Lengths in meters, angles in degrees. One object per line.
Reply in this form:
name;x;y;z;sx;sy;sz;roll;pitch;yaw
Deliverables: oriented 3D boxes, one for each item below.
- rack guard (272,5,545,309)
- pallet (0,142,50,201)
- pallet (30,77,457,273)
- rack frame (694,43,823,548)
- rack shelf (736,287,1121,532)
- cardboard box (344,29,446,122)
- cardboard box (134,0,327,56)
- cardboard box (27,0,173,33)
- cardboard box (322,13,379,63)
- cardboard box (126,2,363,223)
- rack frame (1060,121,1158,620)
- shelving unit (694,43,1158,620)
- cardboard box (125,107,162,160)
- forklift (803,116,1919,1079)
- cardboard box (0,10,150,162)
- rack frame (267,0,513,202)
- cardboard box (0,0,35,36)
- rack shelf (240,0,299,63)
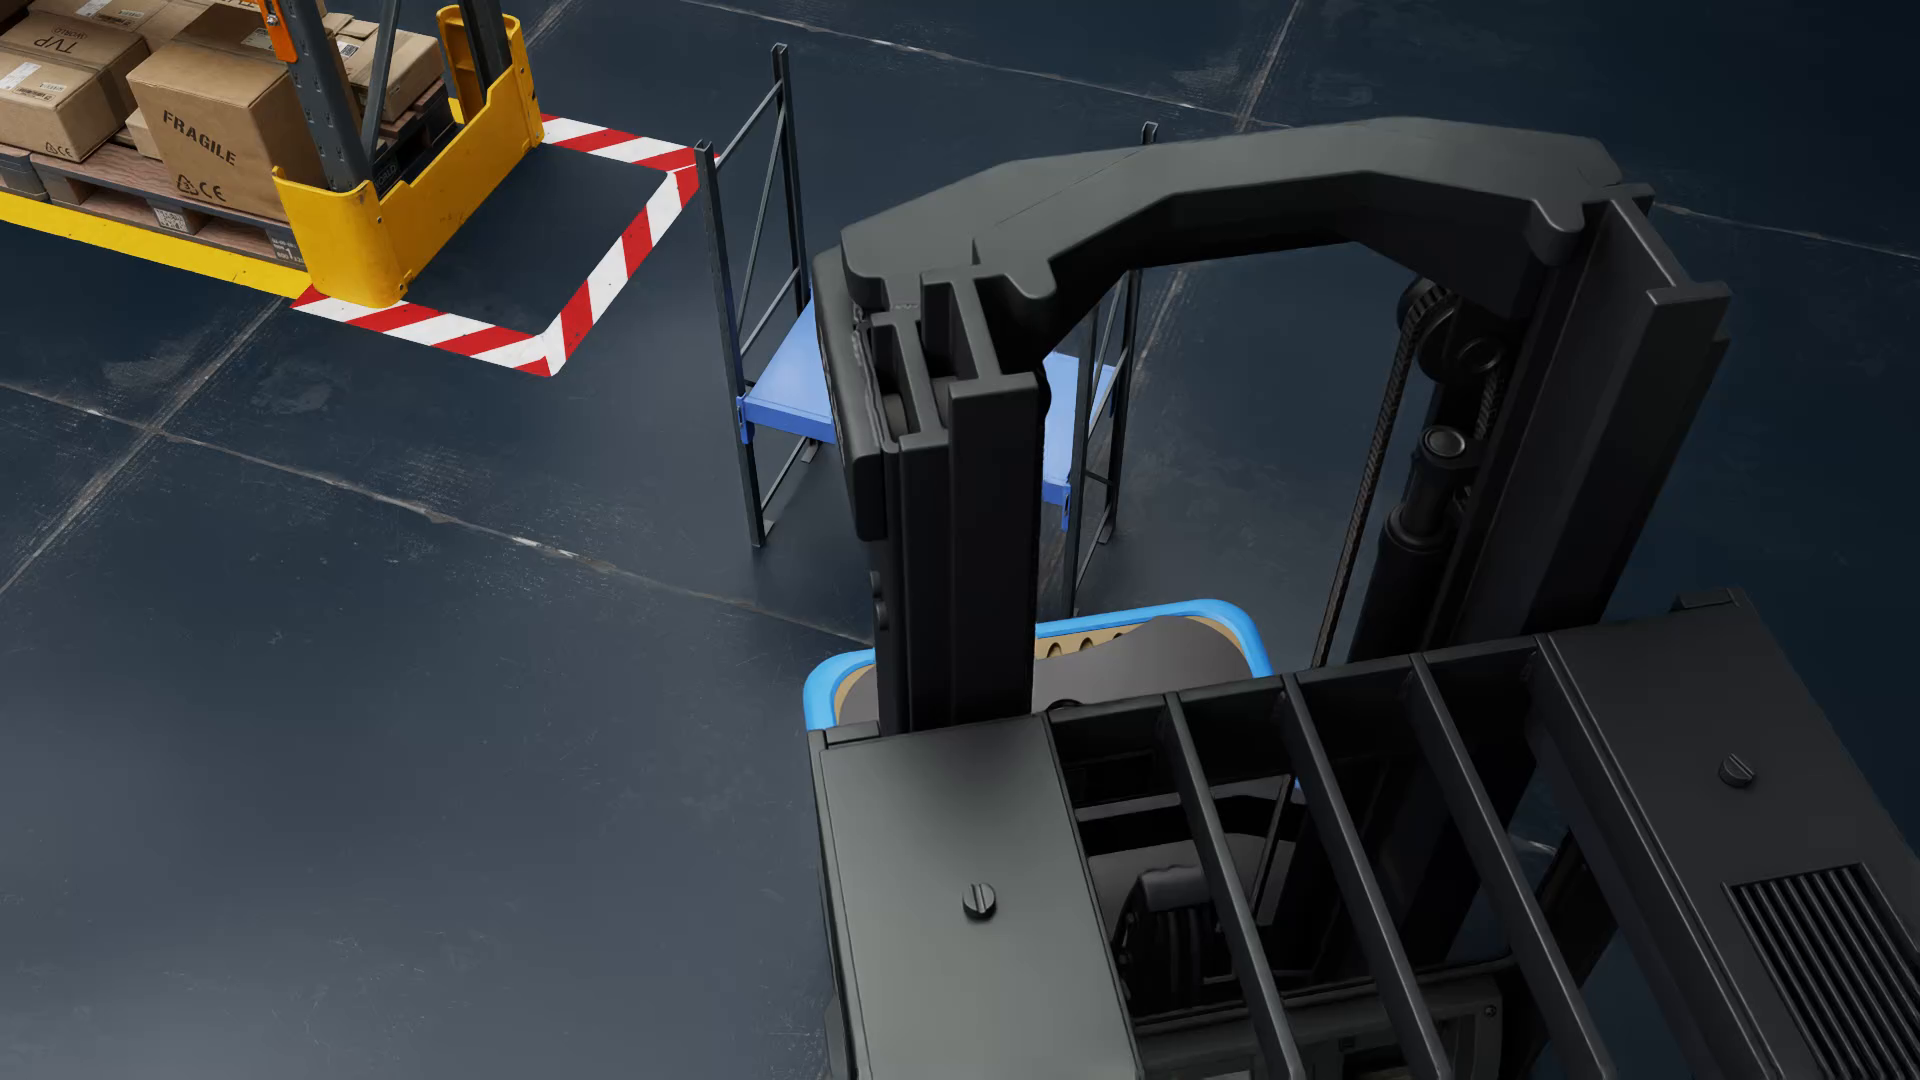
rack guard;-2.006;-1.439;6.166;0.348;0.500;1.175;16;51;13
pallet;-3.895;-1.873;6.734;1.213;0.211;1.003;16;51;13
pallet;-2.754;-1.552;6.456;1.213;0.211;1.003;16;51;13
rack frame;-0.557;-0.647;4.818;0.032;1.500;0.500;16;51;13
rack shelf;-0.080;-0.396;4.839;1.000;0.185;0.538;16;51;13
cardboard box;-2.208;-1.801;6.421;0.250;0.149;0.380;16;51;13
cardboard box;-2.815;-1.955;6.488;0.500;0.250;0.500;16;51;13
cardboard box;-3.284;-2.086;6.602;0.500;0.250;0.500;16;51;13
cardboard box;-2.443;-1.872;6.472;0.250;0.166;0.380;16;51;13
cardboard box;-2.530;-1.531;5.955;0.500;0.500;0.500;16;51;13
rack frame;0.397;-0.380;4.587;0.032;1.500;0.500;16;51;13
shelving unit;-0.080;-0.514;4.703;1.048;1.500;0.538;16;51;13
cardboard box;-2.879;-1.591;6.228;0.250;0.166;0.380;16;51;13
forklift;0.424;1.027;2.420;1.130;2.935;3.031;-8;50;-7
cardboard box;-3.411;-1.719;6.283;0.500;0.250;0.500;16;51;13
rack frame;-1.935;-2.237;5.204;0.127;3.000;1.000;16;51;13
cardboard box;-3.923;-2.123;6.466;0.637;0.503;0.797;16;51;13
rack shelf;-3.811;-2.526;5.930;4.000;0.370;1.077;16;51;13
